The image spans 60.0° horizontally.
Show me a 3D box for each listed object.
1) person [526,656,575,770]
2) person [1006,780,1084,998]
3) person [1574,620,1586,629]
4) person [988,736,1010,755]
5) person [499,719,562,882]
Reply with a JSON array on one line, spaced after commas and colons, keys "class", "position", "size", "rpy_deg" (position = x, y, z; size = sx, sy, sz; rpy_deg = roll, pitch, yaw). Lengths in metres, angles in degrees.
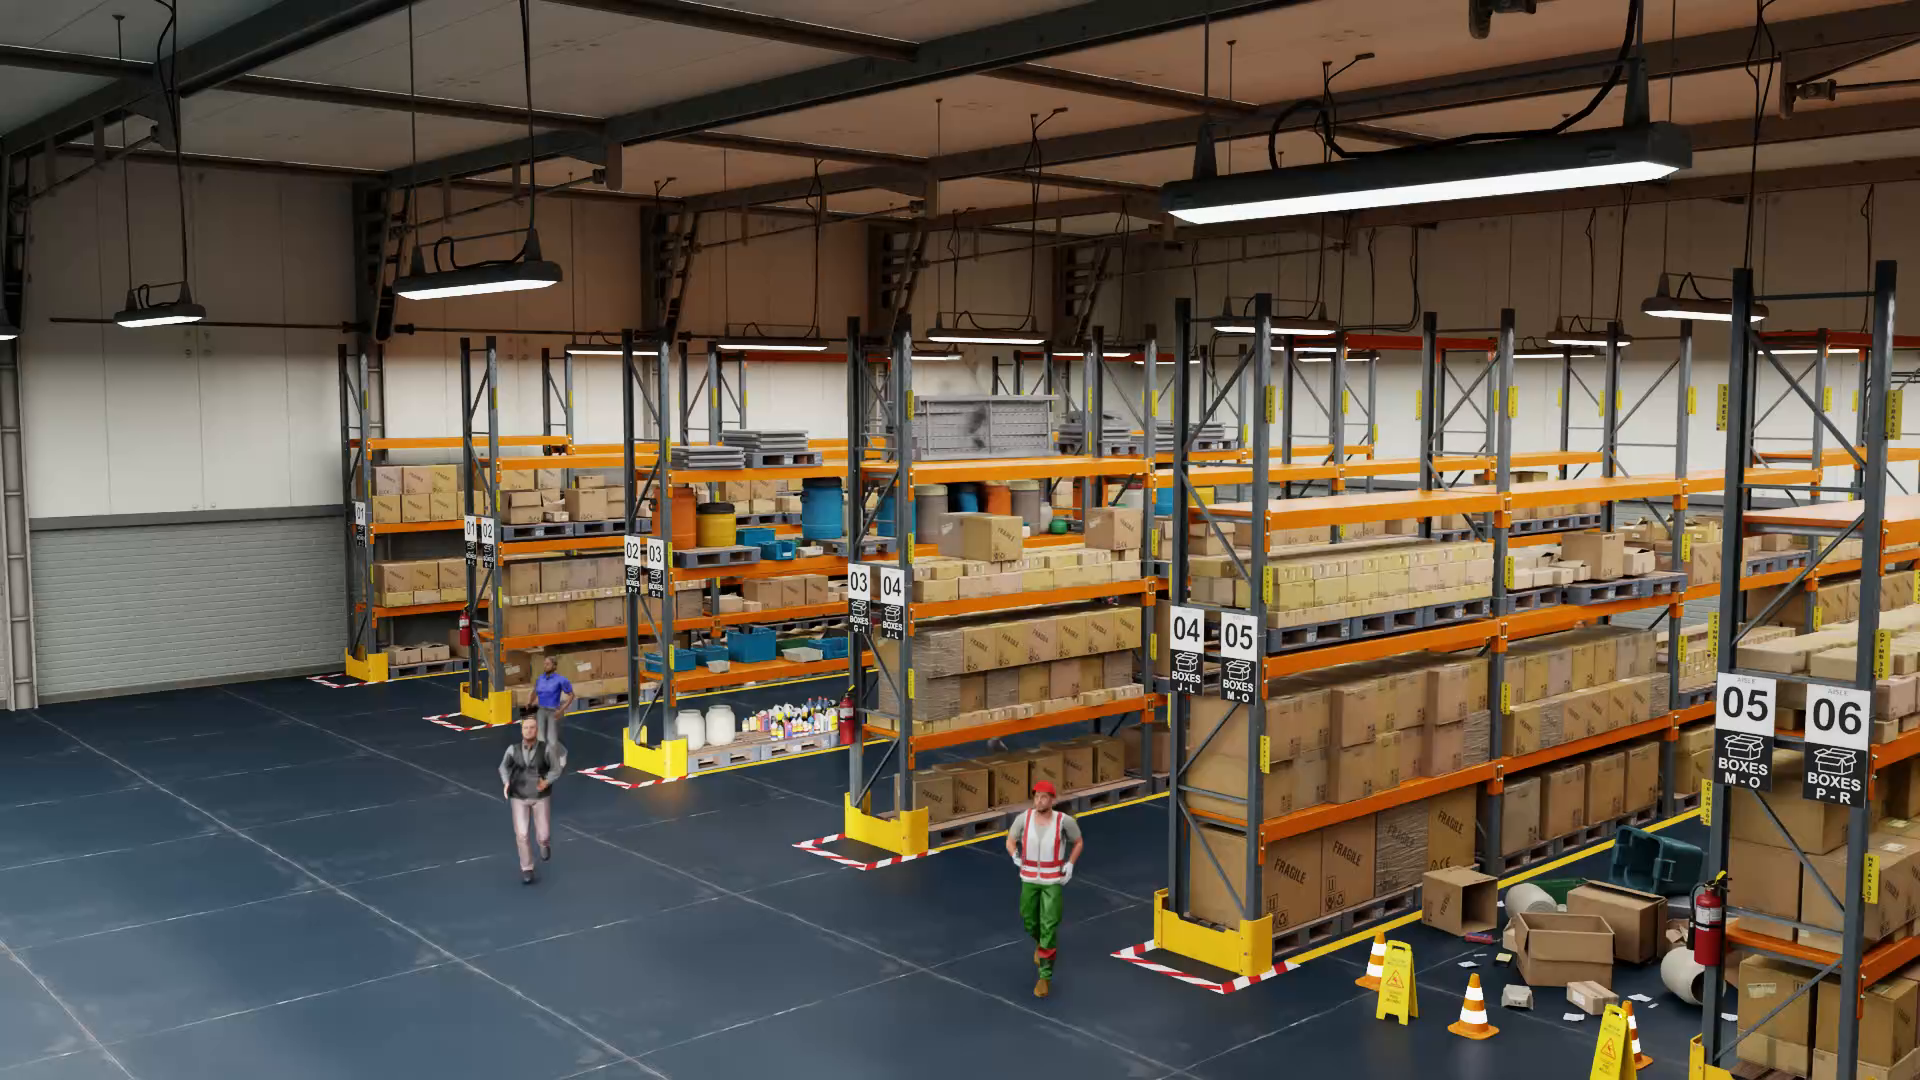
[{"class": "person", "position": [-5.516, 2.372, 22.369], "size": [0.602, 1.633, 0.603], "rpy_deg": [2, 5, 20]}, {"class": "person", "position": [0.712, 2.982, 14.509], "size": [0.666, 1.798, 0.830], "rpy_deg": [2, 5, 18]}, {"class": "person", "position": [9.609, 2.052, 25.785], "size": [0.743, 1.707, 0.583], "rpy_deg": [-5, 7, -44]}, {"class": "person", "position": [0.482, 2.348, 22.178], "size": [0.573, 1.656, 0.576], "rpy_deg": [-5, 7, -43]}, {"class": "person", "position": [-4.578, 2.742, 17.720], "size": [0.666, 1.683, 0.753], "rpy_deg": [-1, 5, -9]}]
